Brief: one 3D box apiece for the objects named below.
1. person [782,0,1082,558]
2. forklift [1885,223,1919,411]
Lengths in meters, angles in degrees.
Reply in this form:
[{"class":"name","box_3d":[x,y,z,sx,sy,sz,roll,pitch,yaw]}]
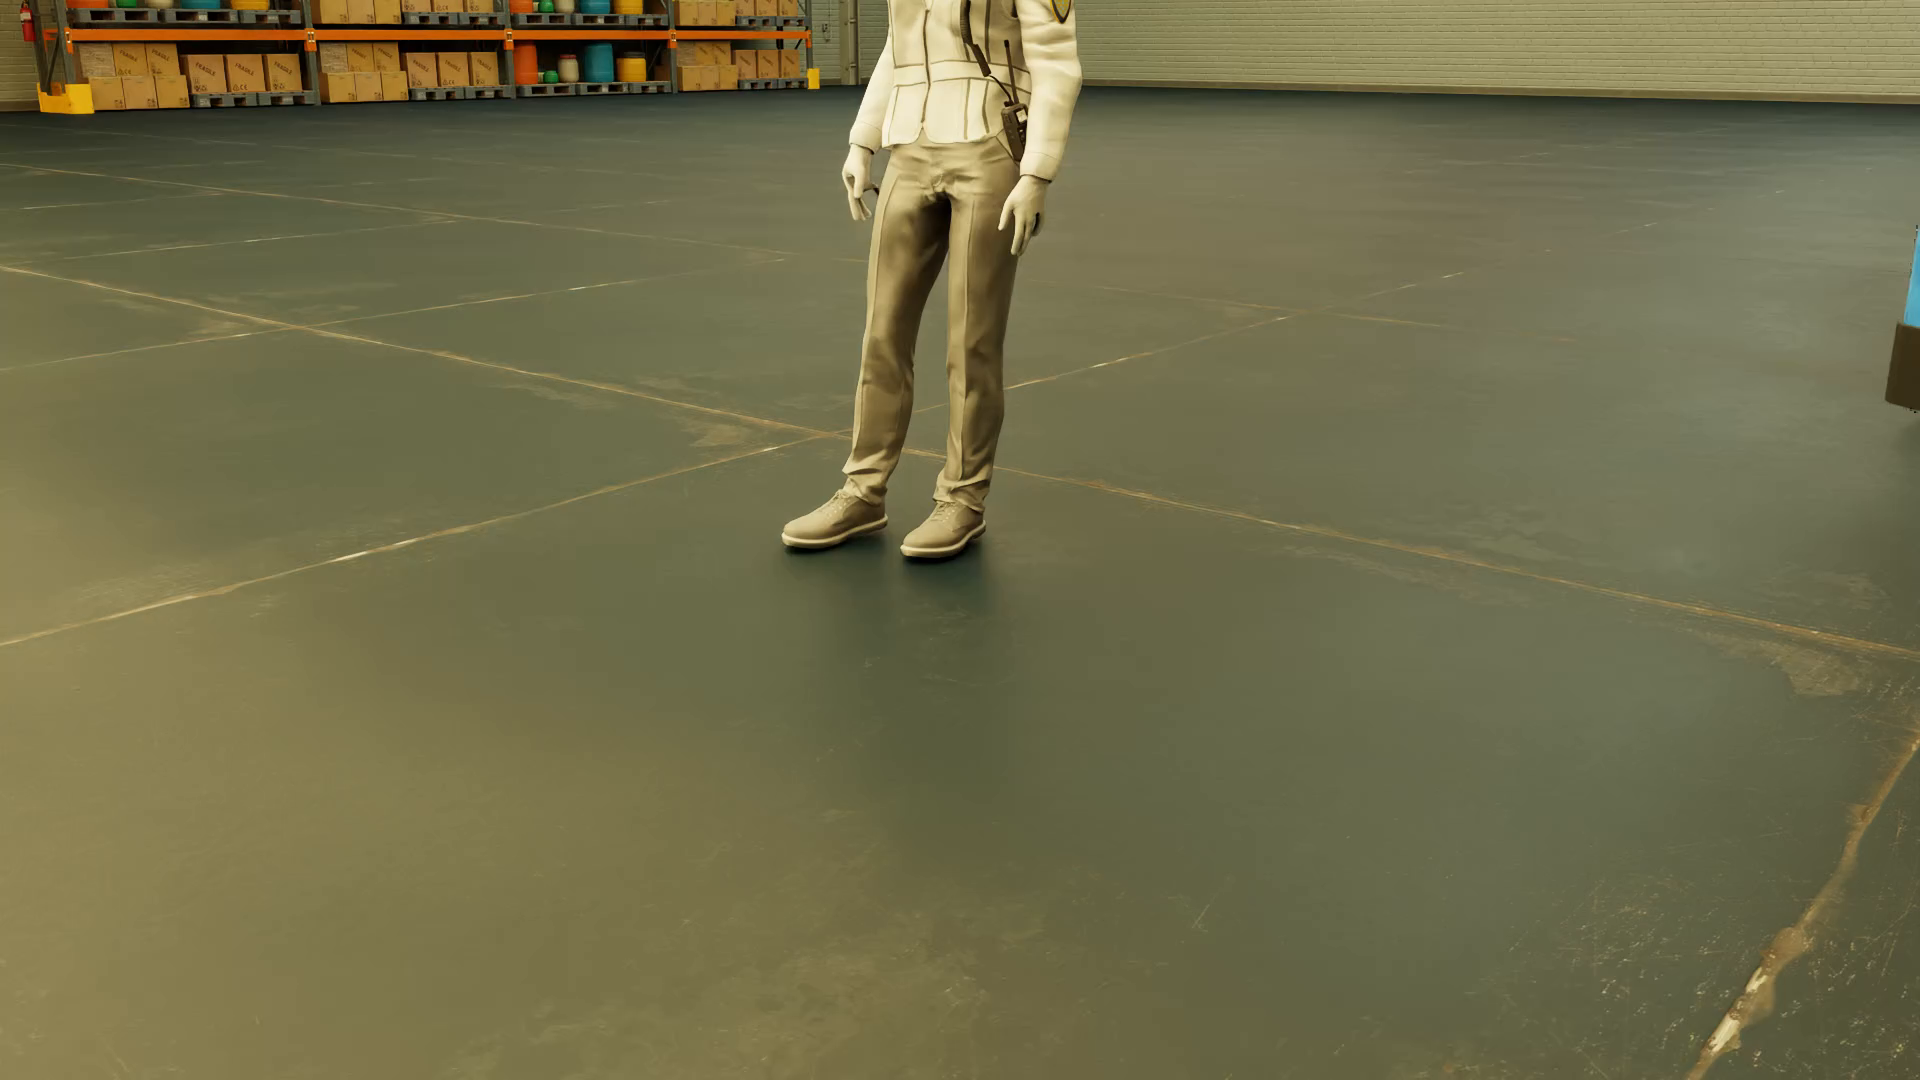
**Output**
[{"class":"person","box_3d":[-0.049,-0.803,3.647,0.587,1.694,0.530,13,21,37]},{"class":"forklift","box_3d":[4.408,-1.732,4.601,3.031,2.935,1.130,-4,17,-13]}]
